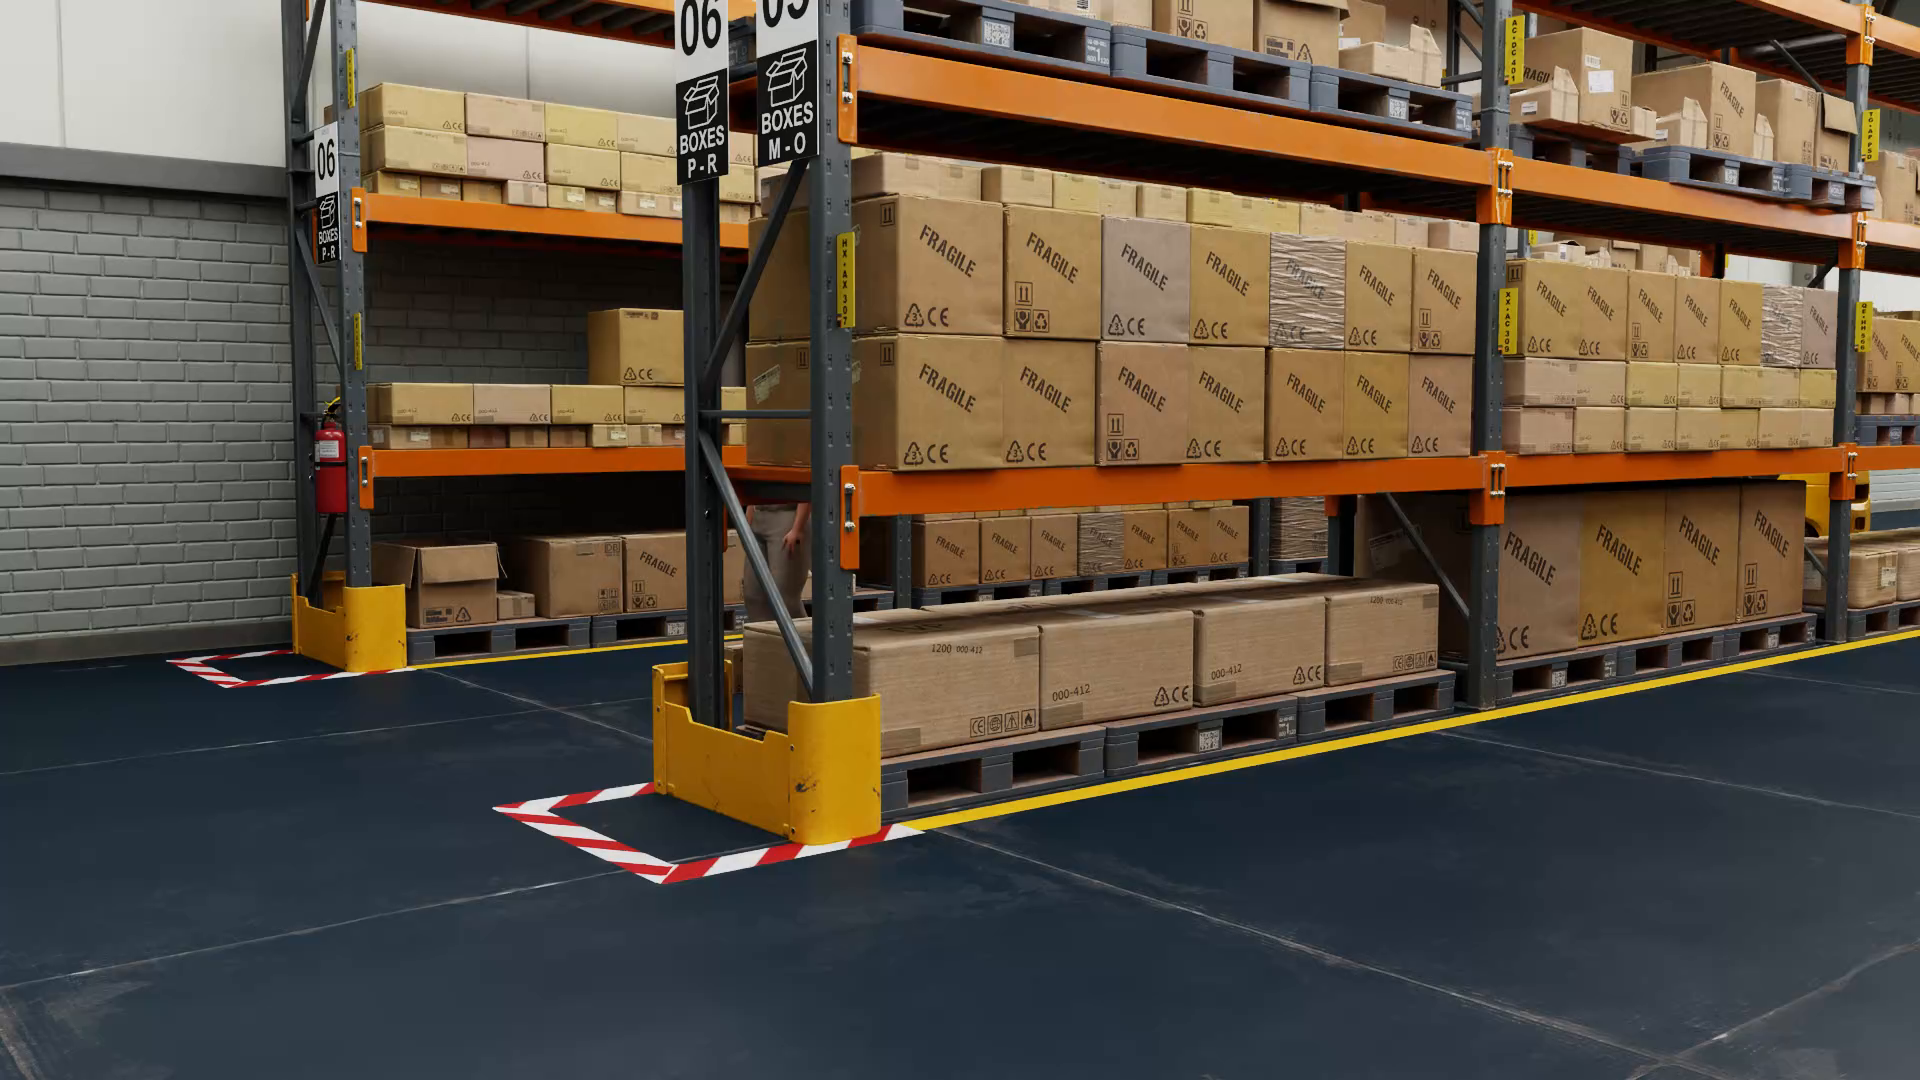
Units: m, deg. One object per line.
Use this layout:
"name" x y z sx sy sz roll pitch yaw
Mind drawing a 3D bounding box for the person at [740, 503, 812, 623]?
"person" -1.025 -0.053 9.284 0.392 1.727 0.585 -3 5 -38
